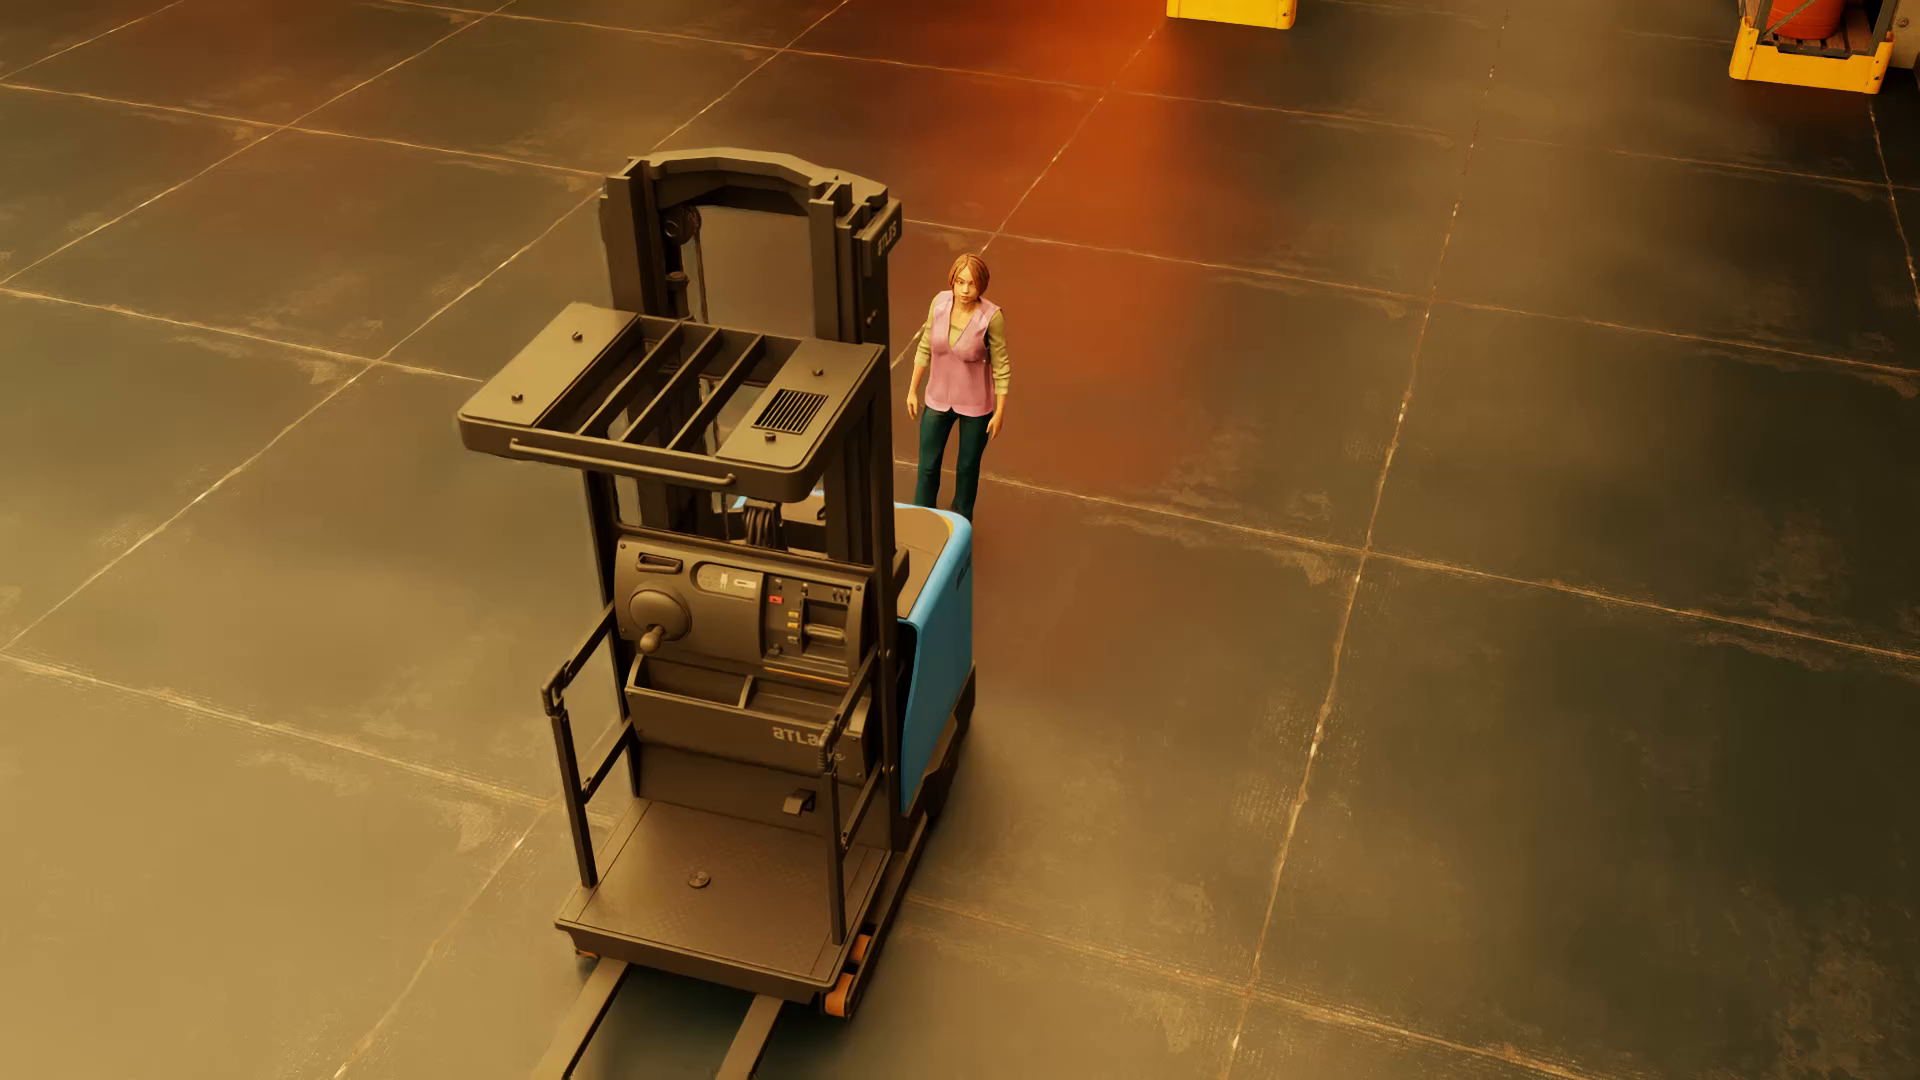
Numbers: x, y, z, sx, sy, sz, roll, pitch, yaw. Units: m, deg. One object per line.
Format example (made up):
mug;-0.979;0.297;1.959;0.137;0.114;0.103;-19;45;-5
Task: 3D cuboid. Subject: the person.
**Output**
person;-0.038;-0.620;8.126;0.520;1.596;0.475;12;37;16

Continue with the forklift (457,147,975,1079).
forklift;-0.835;0.311;5.672;1.130;2.935;3.031;10;36;13
